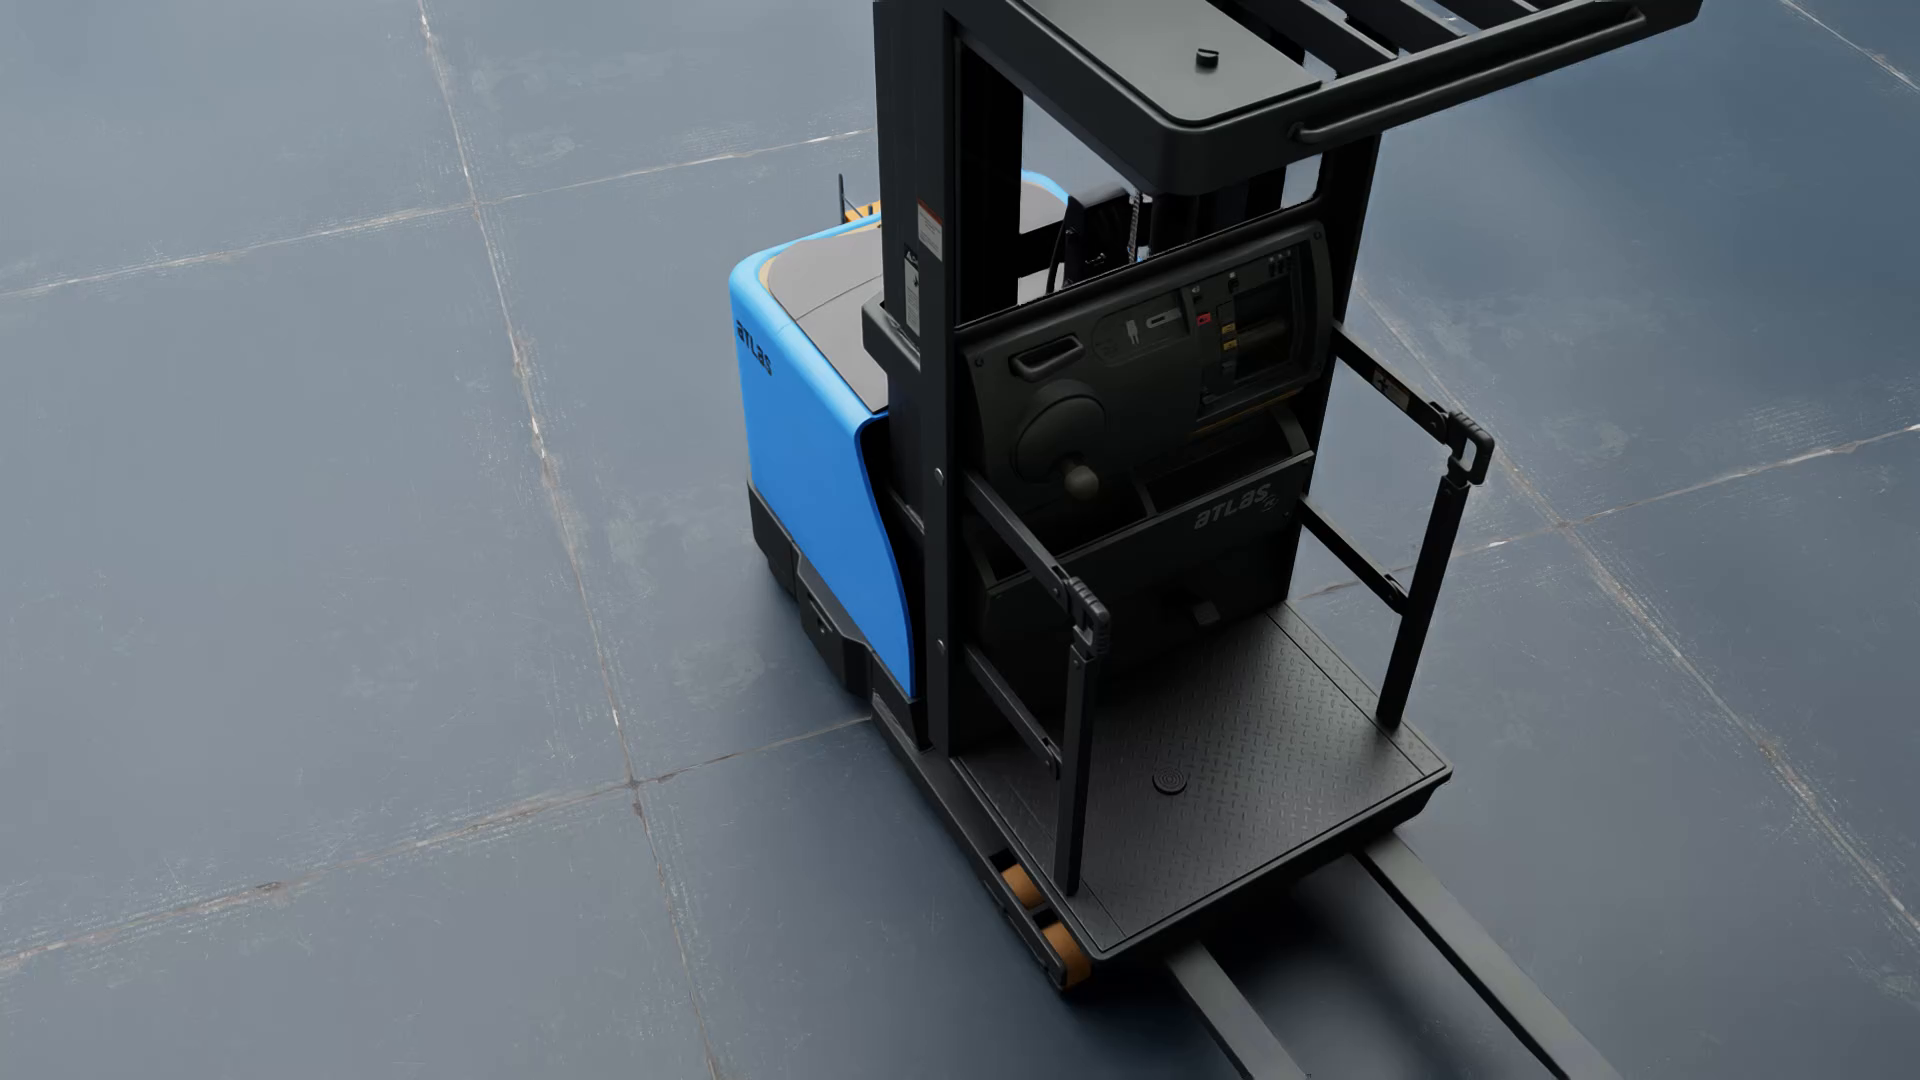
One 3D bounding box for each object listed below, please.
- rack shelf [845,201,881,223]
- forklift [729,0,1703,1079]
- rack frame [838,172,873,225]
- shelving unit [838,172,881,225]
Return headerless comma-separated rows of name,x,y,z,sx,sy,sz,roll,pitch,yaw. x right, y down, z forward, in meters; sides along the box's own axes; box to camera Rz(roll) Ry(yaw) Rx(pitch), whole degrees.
rack shelf,-0.196,-0.873,4.993,0.240,0.259,0.215,-23,49,-21
forklift,0.540,-0.304,3.483,1.130,2.935,3.031,-23,49,-21
rack frame,-0.301,-0.636,5.142,0.008,1.050,0.200,-23,49,-21
shelving unit,-0.196,-0.680,5.186,0.252,1.050,0.215,-23,49,-21
